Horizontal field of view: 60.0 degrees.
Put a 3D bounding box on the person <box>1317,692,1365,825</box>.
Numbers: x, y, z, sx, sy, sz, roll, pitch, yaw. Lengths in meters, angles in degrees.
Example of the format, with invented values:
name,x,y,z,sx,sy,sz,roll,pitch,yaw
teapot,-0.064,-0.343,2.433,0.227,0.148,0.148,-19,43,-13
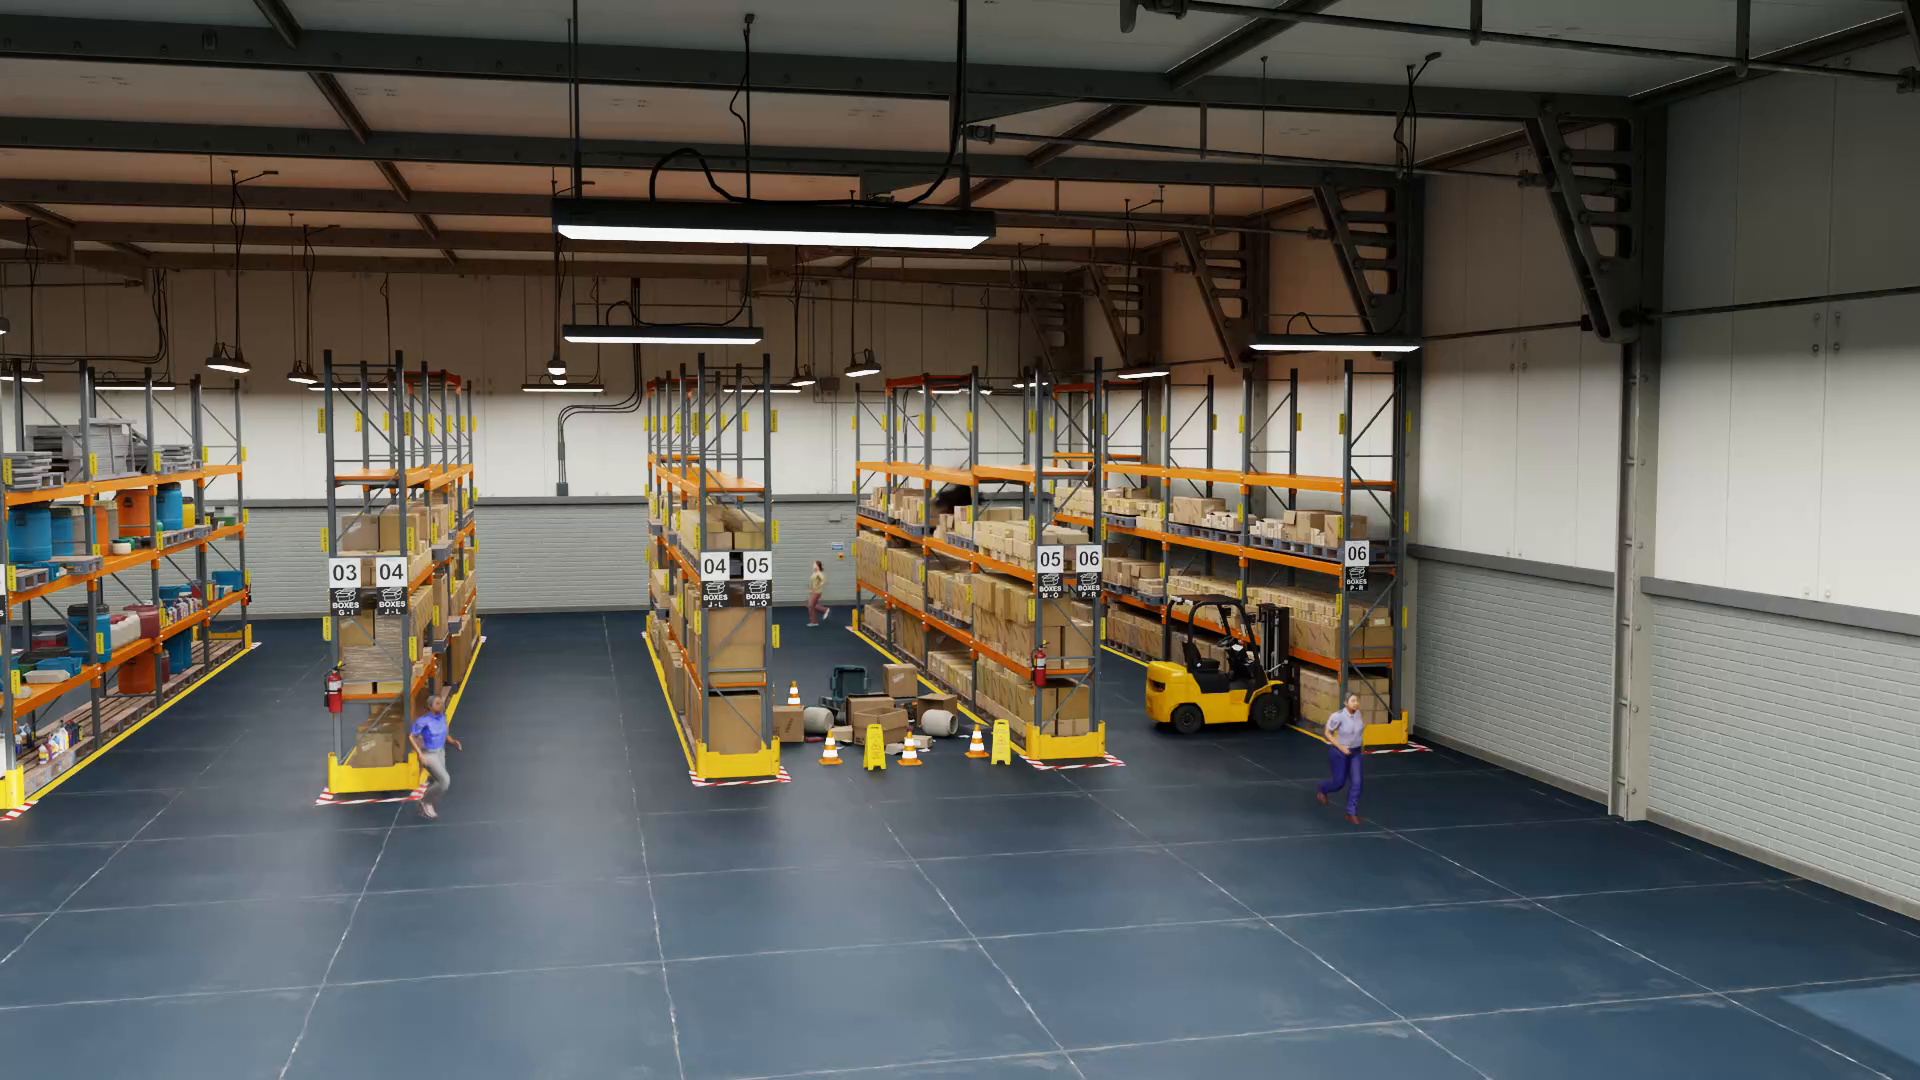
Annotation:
name,x,y,z,sx,sy,sz,roll,pitch,yaw
person,4.880,2.738,21.133,0.631,1.640,0.848,-2,4,-27

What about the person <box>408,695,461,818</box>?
name,x,y,z,sx,sy,sz,roll,pitch,yaw
person,-6.634,2.743,21.005,0.690,1.587,0.528,1,4,18

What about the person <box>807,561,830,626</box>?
name,x,y,z,sx,sy,sz,roll,pitch,yaw
person,-3.511,1.322,41.318,0.623,1.628,0.582,-2,4,-22
